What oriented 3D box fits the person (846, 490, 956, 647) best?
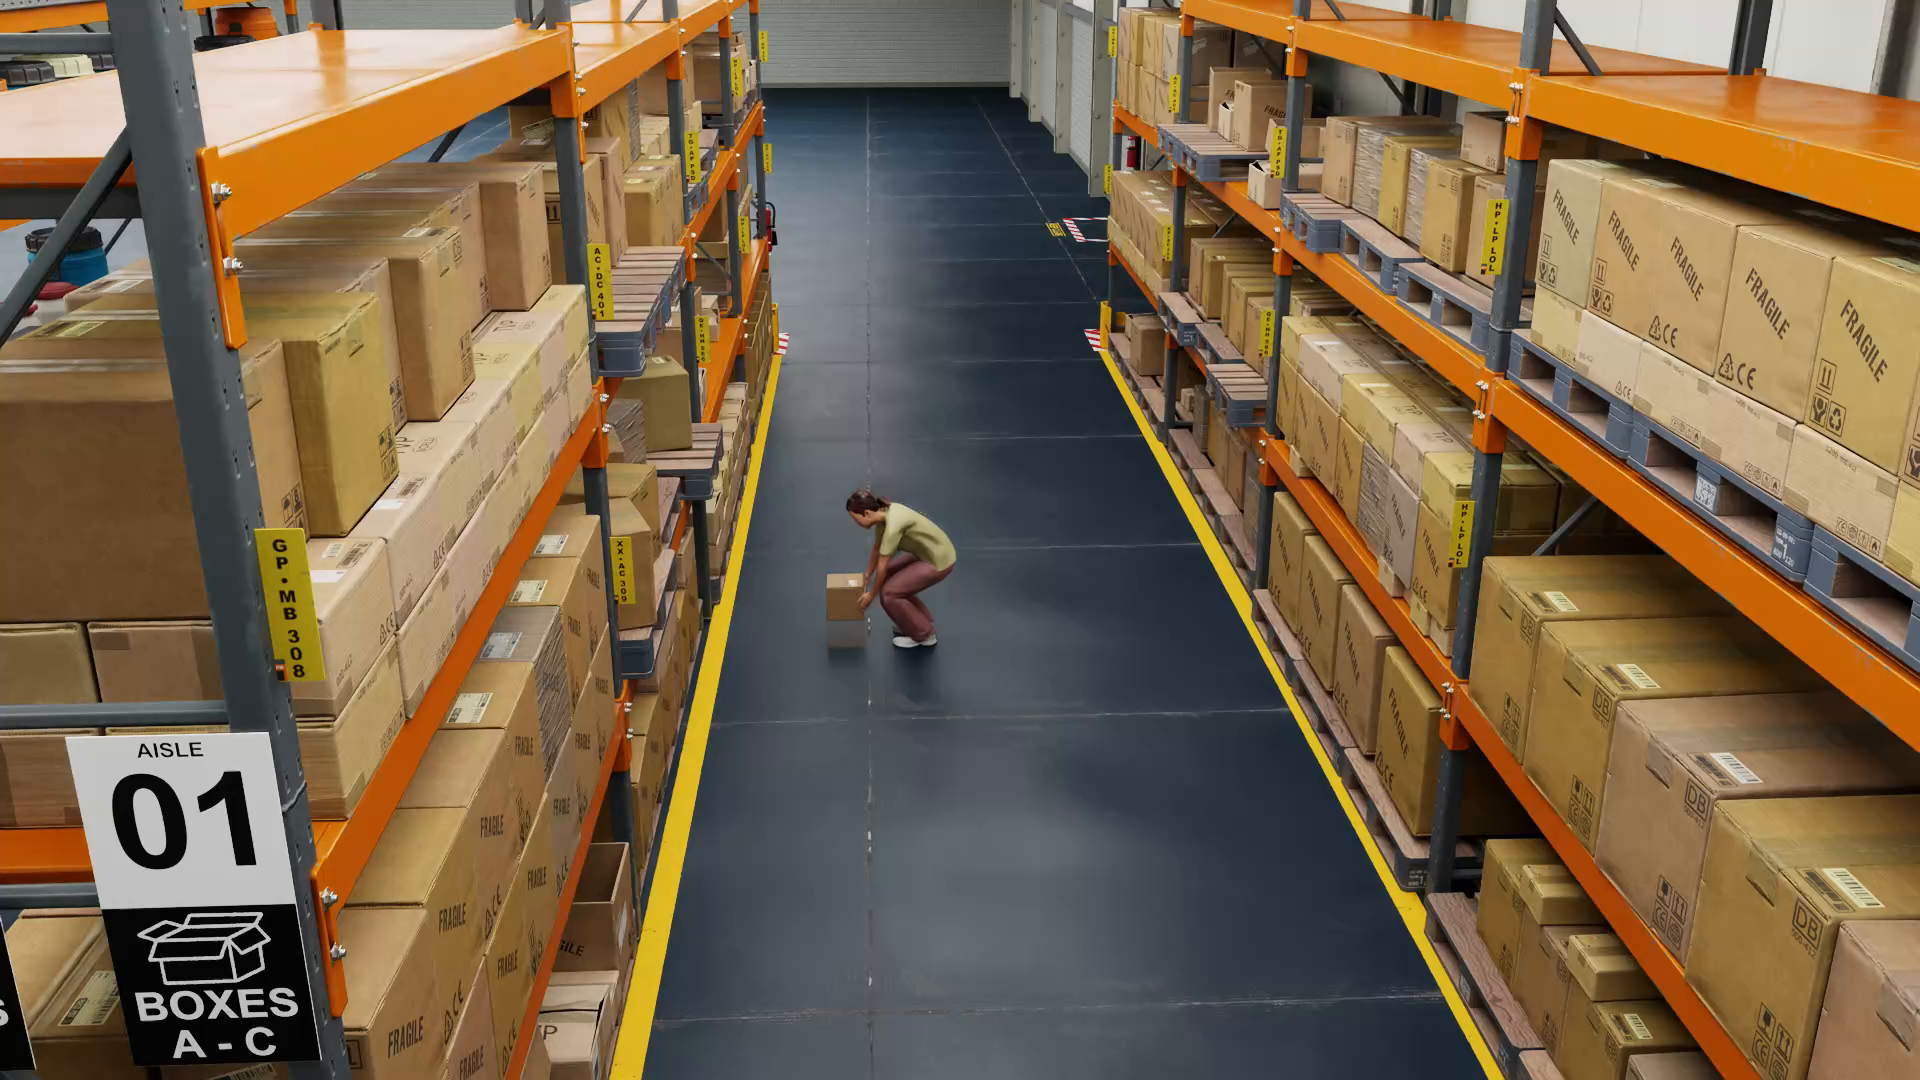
[{"bbox_3d":[-0.398,0.179,11.404,0.747,1.116,0.505,-1,21,-3],"label":"person"}]
